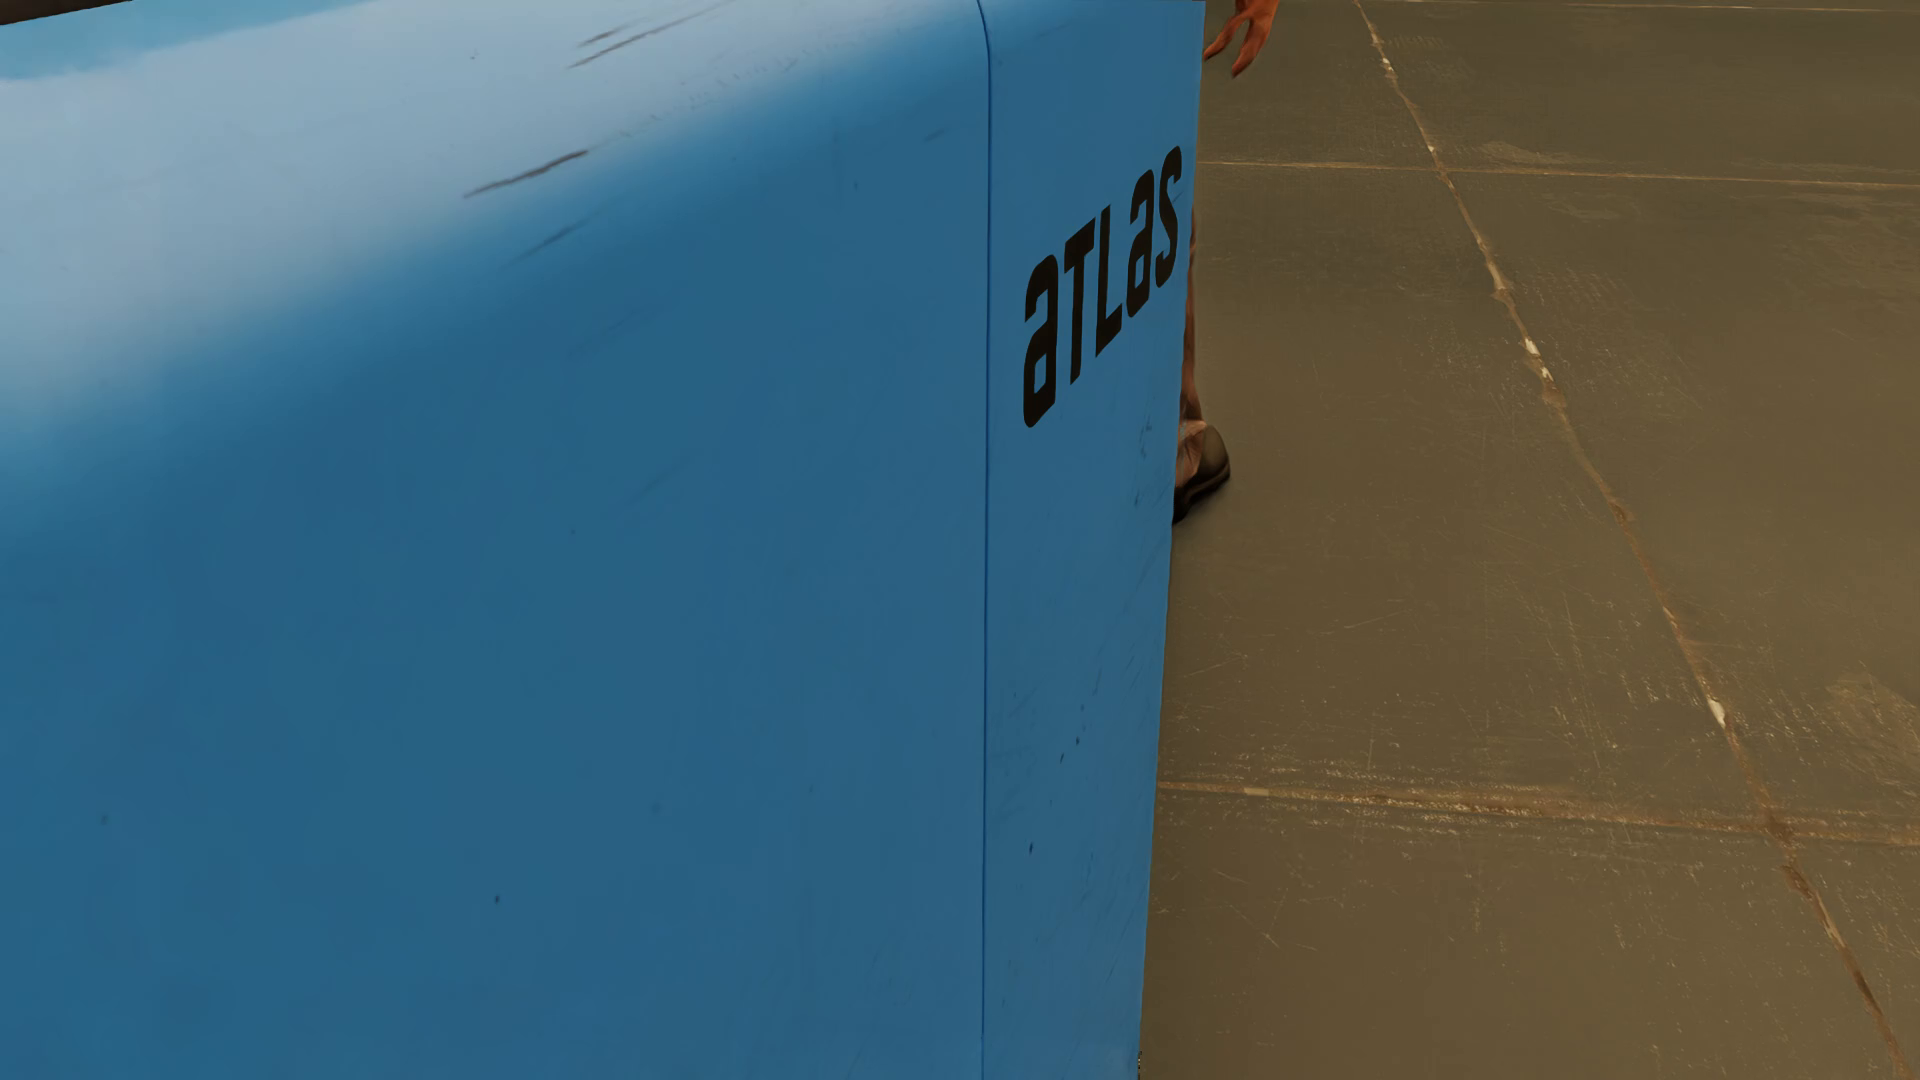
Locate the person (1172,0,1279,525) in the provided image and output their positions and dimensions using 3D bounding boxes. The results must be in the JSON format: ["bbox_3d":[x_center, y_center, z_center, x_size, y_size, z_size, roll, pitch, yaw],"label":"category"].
[{"bbox_3d":[0.085,-0.805,2.255,0.717,1.666,0.610,13,29,24],"label":"person"}]
